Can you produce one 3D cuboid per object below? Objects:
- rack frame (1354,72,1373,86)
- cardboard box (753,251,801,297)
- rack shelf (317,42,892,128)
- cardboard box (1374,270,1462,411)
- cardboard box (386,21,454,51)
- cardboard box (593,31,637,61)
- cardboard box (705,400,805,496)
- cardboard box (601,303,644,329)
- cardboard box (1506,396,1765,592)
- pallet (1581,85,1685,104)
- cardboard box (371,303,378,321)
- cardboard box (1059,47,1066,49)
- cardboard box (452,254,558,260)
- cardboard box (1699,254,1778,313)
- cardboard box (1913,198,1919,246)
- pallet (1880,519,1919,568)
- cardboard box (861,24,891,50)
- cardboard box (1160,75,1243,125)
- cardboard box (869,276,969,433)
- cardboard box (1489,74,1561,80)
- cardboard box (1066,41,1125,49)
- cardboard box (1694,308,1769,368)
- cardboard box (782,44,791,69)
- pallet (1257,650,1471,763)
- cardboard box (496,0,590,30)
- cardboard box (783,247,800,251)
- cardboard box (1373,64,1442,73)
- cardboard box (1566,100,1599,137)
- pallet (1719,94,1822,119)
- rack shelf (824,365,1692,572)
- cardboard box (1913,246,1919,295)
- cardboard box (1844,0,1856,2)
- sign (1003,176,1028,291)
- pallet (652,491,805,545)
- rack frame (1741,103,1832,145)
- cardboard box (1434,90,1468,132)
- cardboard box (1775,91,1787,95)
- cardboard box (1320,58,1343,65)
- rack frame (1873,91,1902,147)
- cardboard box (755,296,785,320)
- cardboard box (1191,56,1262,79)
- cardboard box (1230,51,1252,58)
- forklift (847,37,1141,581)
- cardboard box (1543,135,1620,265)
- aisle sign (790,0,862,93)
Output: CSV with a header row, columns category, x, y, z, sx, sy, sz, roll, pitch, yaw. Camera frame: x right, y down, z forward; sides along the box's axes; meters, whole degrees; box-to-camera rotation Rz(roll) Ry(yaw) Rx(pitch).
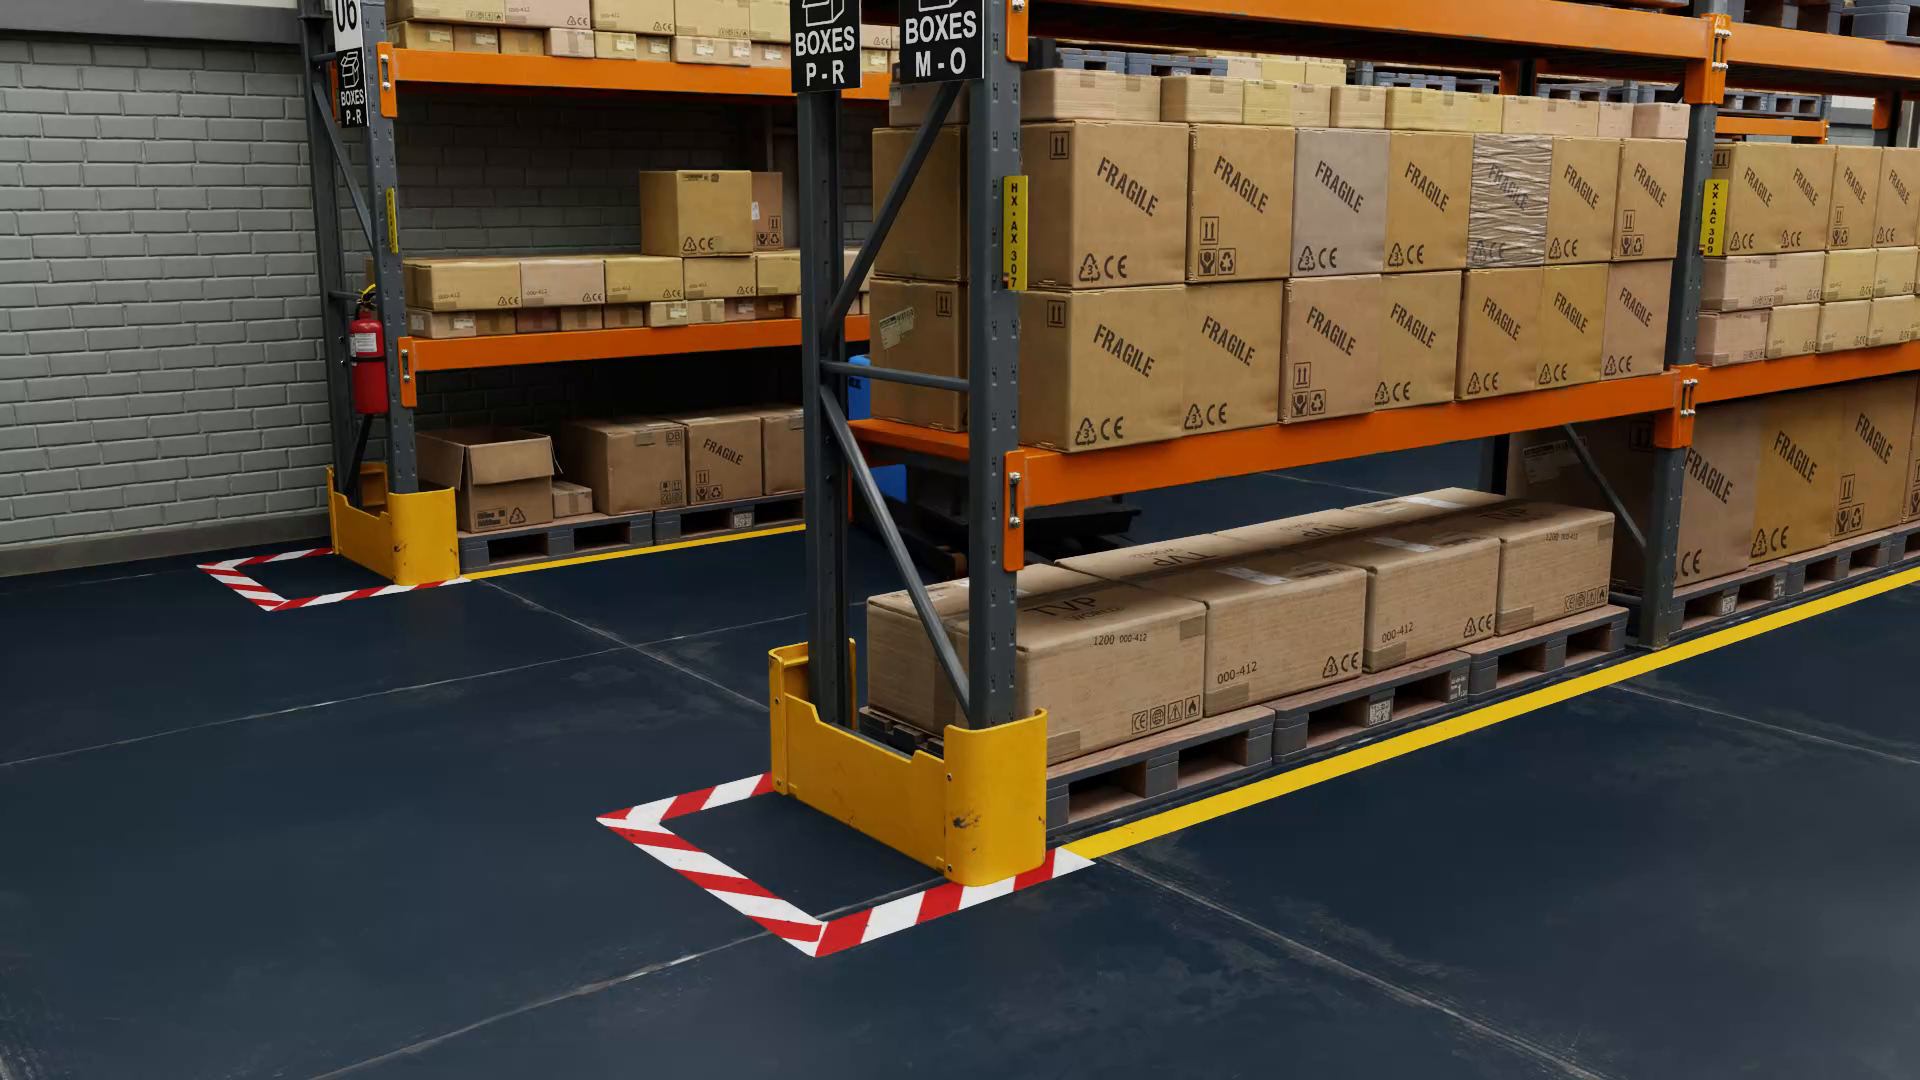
category,x,y,z,sx,sy,sz,roll,pitch,yaw
rack frame,2.961,-2.358,14.014,0.127,3.000,1.000,-9,15,-38
cardboard box,-1.187,-1.676,10.445,0.500,0.250,0.500,-10,15,-38
rack shelf,-1.724,-2.695,10.111,4.000,0.370,1.077,-9,15,-38
cardboard box,1.539,-0.781,6.346,0.500,0.500,0.500,-9,15,-36
cardboard box,-2.892,-2.668,8.857,0.250,0.149,0.380,-9,15,-36
cardboard box,-2.034,-2.788,9.420,0.250,0.149,0.380,-9,15,-38
cardboard box,-1.247,-0.606,10.770,0.500,0.500,0.700,-10,16,-40
cardboard box,-2.065,-1.334,9.795,0.250,0.149,0.380,-9,15,-37
cardboard box,3.375,-0.294,8.398,0.875,0.875,0.875,-9,15,-36
pallet,6.734,-4.416,16.697,1.213,0.211,1.003,-9,15,-38
cardboard box,-3.195,-1.284,9.559,0.250,0.149,0.380,-10,15,-38
cardboard box,0.577,-3.605,12.014,0.250,0.149,0.380,-10,16,-39
cardboard box,-2.689,-1.562,9.908,0.500,0.250,0.500,-9,15,-37
cardboard box,3.461,-1.217,7.798,0.500,0.250,0.500,-10,16,-39
cardboard box,5.037,-1.851,8.977,0.500,0.500,0.500,-9,15,-38
pallet,5.402,-0.100,10.090,1.213,0.211,1.003,-9,15,-38
cardboard box,-0.782,-3.206,10.431,0.500,0.250,0.500,-10,16,-40
cardboard box,0.703,-1.433,5.446,0.250,0.149,0.380,-9,15,-36
cardboard box,0.029,-0.670,5.823,0.500,0.500,0.500,-9,15,-37
cardboard box,5.072,-4.322,15.005,0.500,0.311,0.500,-10,16,-40
cardboard box,0.931,-3.508,11.560,0.250,0.149,0.380,-9,15,-37
cardboard box,3.450,-0.976,7.863,0.500,0.250,0.500,-10,15,-39
cardboard box,-1.089,-2.963,10.247,0.250,0.149,0.380,-9,15,-36
pallet,1.345,0.574,6.916,1.213,0.211,1.003,-9,15,-38
cardboard box,-2.385,-2.942,9.187,0.500,0.250,0.500,-9,15,-37
cardboard box,-1.105,-1.825,11.146,0.500,0.250,0.500,-10,15,-38
cardboard box,3.679,-4.183,13.895,0.500,0.500,0.500,-9,15,-37
cardboard box,2.425,-1.751,6.945,0.250,0.149,0.380,-9,15,-38
pallet,8.640,-4.733,18.188,1.213,0.211,1.003,-9,15,-38
rack shelf,1.380,-0.423,6.633,4.000,0.370,1.077,-9,15,-38
cardboard box,5.060,-1.484,9.054,0.500,0.250,0.500,-10,16,-39
cardboard box,4.587,-2.822,8.288,0.258,0.266,0.396,-8,14,-33
sign,0.160,-0.887,4.811,0.005,0.325,0.100,-9,15,-38
pallet,-1.653,-0.227,10.691,1.213,0.211,1.003,-9,15,-38
rack frame,9.208,-3.397,18.903,0.127,3.000,1.000,-9,15,-38
cardboard box,1.679,-1.609,6.273,0.250,0.149,0.380,-9,15,-38
cardboard box,8.552,-4.863,17.658,0.258,0.266,0.396,-9,15,-38
cardboard box,2.834,-3.862,13.276,0.250,0.149,0.380,-9,15,-37
rack frame,6.065,-1.554,10.225,0.127,3.000,1.000,-9,15,-38
cardboard box,-1.306,-1.477,10.466,0.250,0.149,0.380,-9,15,-37
cardboard box,1.929,-3.516,12.605,0.500,0.250,0.500,-9,15,-38
cardboard box,2.006,-3.738,12.692,0.250,0.149,0.380,-9,15,-37
forklift,0.326,-1.302,9.204,1.130,2.935,3.031,-5,13,-23
cardboard box,2.344,-1.402,6.863,0.500,0.500,0.500,-10,15,-38
aisle sign,-0.432,-1.828,5.259,0.004,0.787,0.394,-9,15,-38
